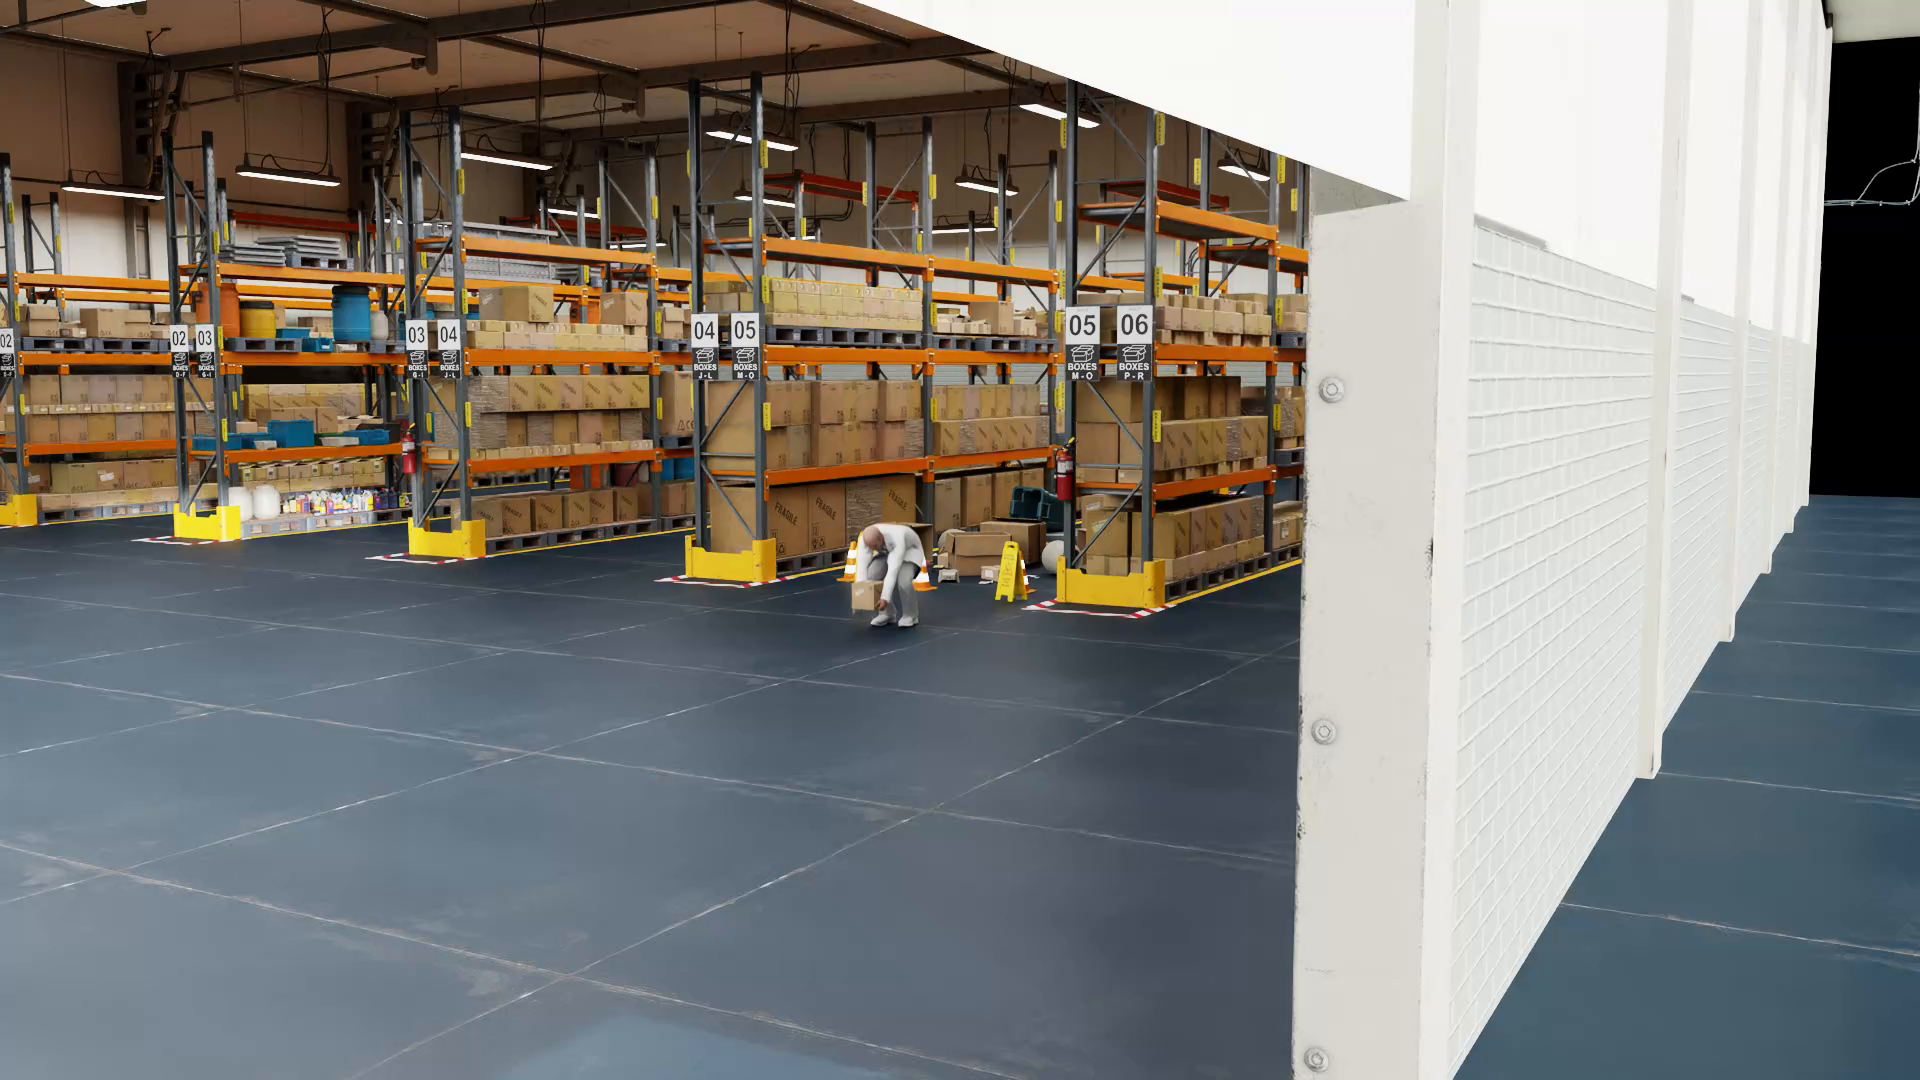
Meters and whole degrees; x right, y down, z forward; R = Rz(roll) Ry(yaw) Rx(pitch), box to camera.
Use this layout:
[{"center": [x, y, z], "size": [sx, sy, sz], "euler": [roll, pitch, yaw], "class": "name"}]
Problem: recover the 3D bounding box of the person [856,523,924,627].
[{"center": [-0.703, 0.347, 16.349], "size": [0.590, 1.028, 0.942], "euler": [3, 6, 26], "class": "person"}]
